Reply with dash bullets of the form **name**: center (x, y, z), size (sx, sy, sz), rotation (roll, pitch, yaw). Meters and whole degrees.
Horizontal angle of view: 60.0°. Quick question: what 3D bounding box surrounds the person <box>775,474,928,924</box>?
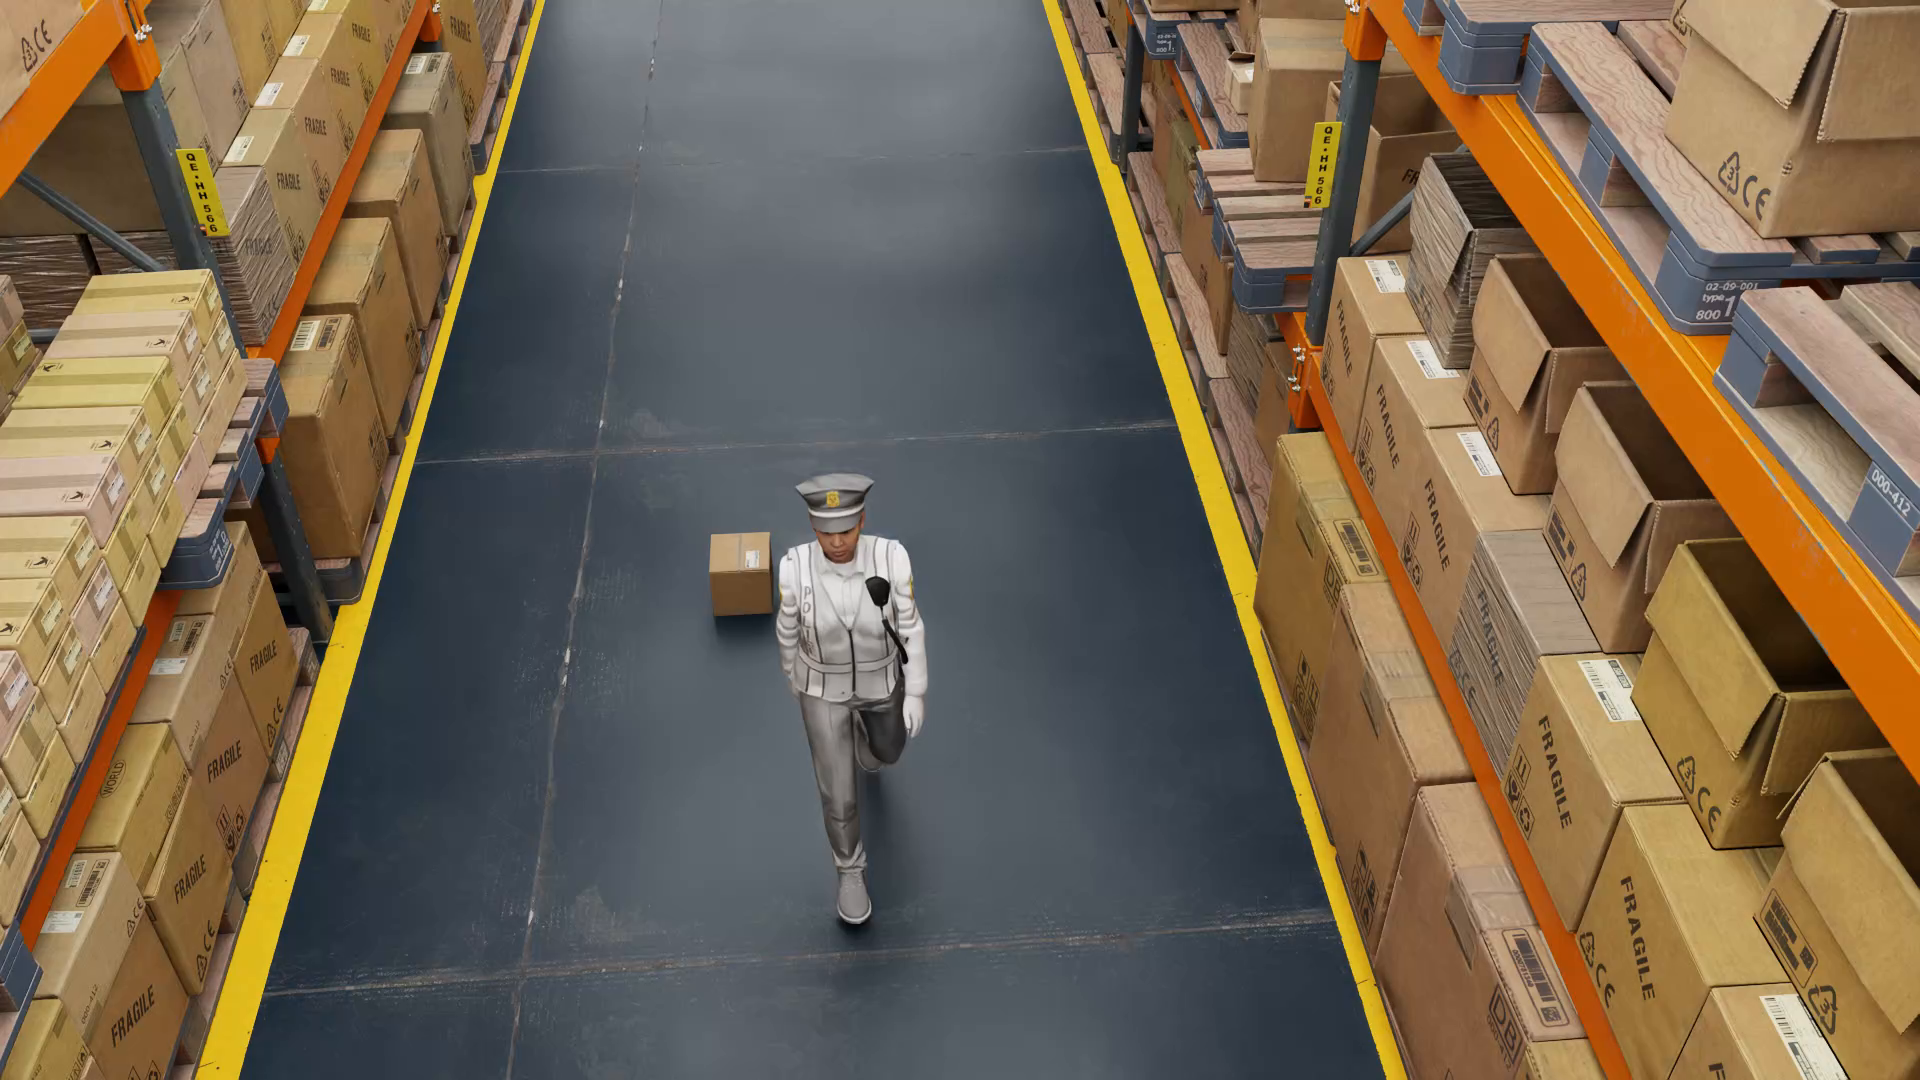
- **person**: center (-0.363, 0.430, 5.593), size (0.479, 1.648, 0.883), rotation (-7, 40, -9)
